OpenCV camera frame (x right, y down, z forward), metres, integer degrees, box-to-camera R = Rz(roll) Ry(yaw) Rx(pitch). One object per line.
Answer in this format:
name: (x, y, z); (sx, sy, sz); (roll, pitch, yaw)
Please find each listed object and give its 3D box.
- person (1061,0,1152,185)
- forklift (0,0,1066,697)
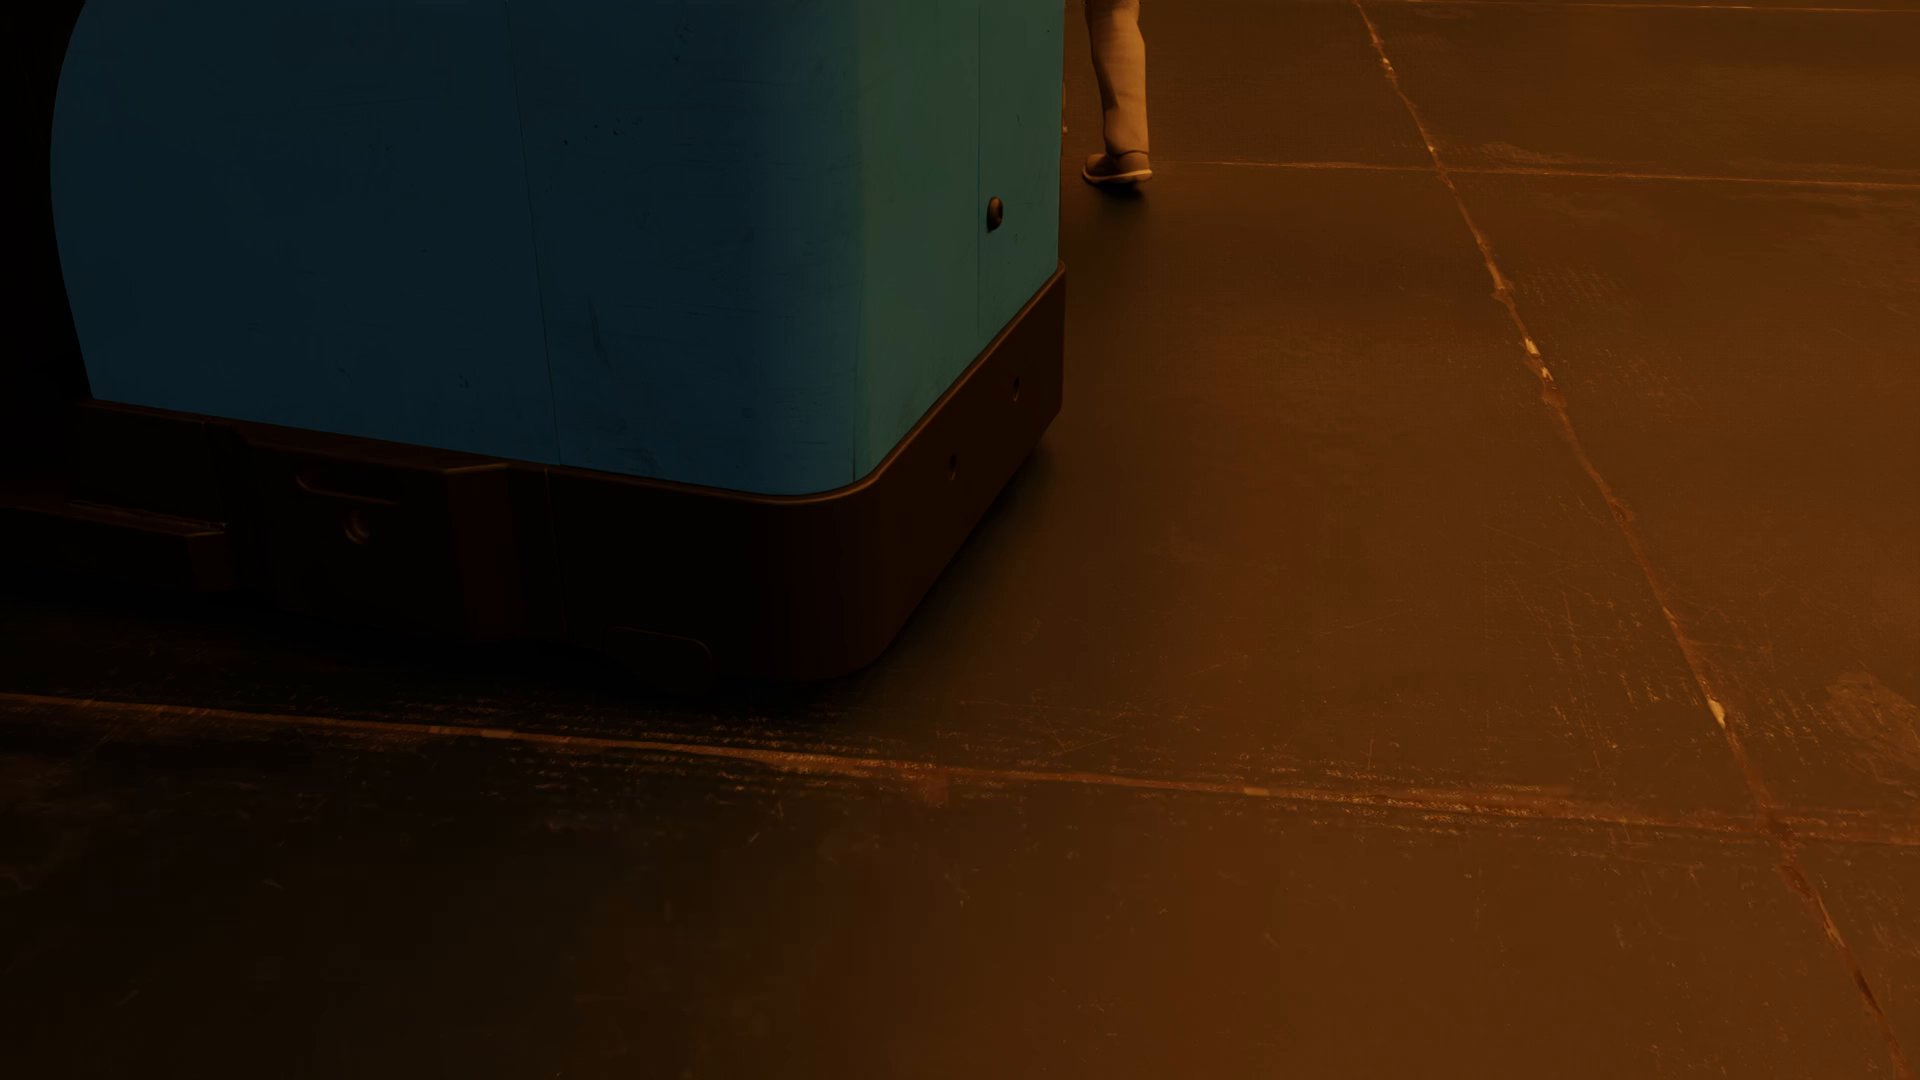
person: (0.320, -1.710, 4.191); (0.478, 1.617, 0.893); (-10, 28, -19)
forklift: (-1.403, -1.496, 2.216); (3.031, 2.935, 1.130); (8, 28, 16)
